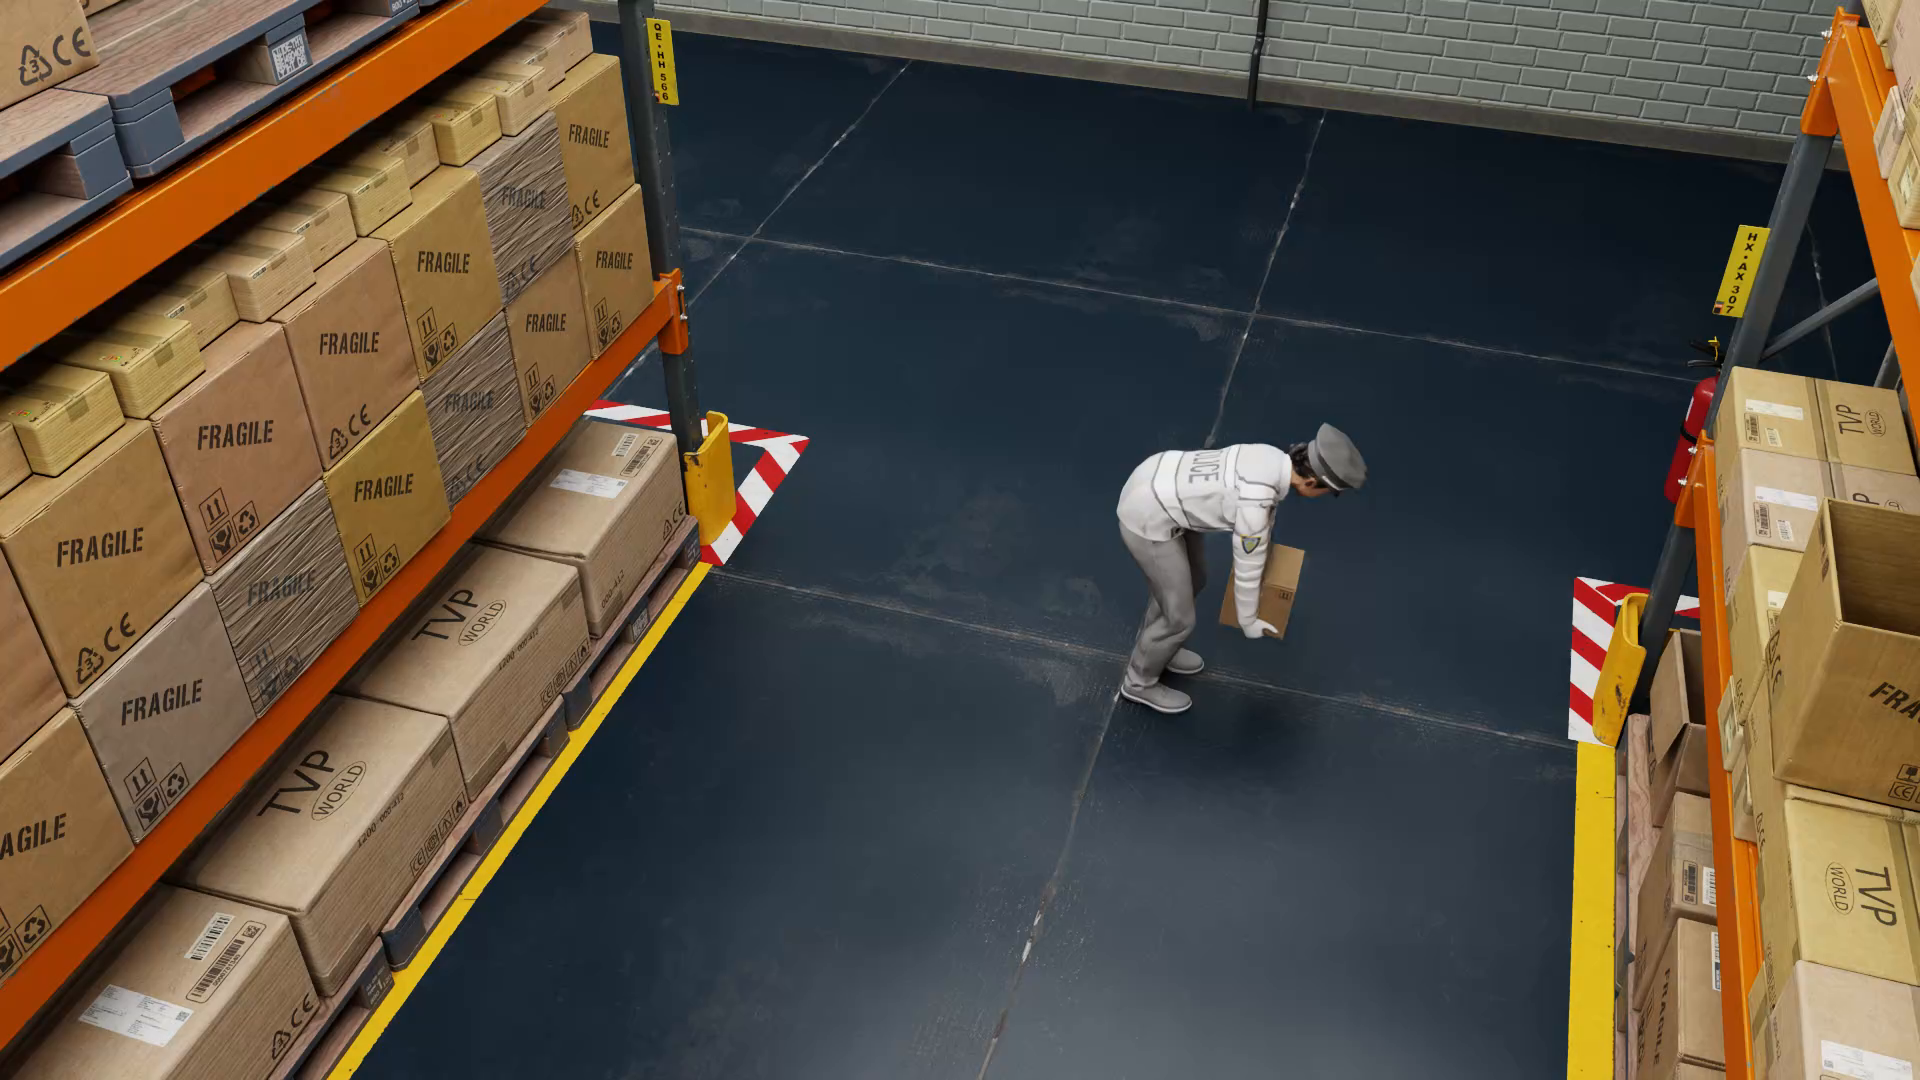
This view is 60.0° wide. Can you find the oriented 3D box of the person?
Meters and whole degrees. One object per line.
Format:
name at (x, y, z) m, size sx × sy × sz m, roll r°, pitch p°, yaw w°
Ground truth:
person at (1.029, 0.097, 6.323) m, size 0.887 × 1.306 × 0.406 m, roll 10°, pitch 38°, yaw 13°
